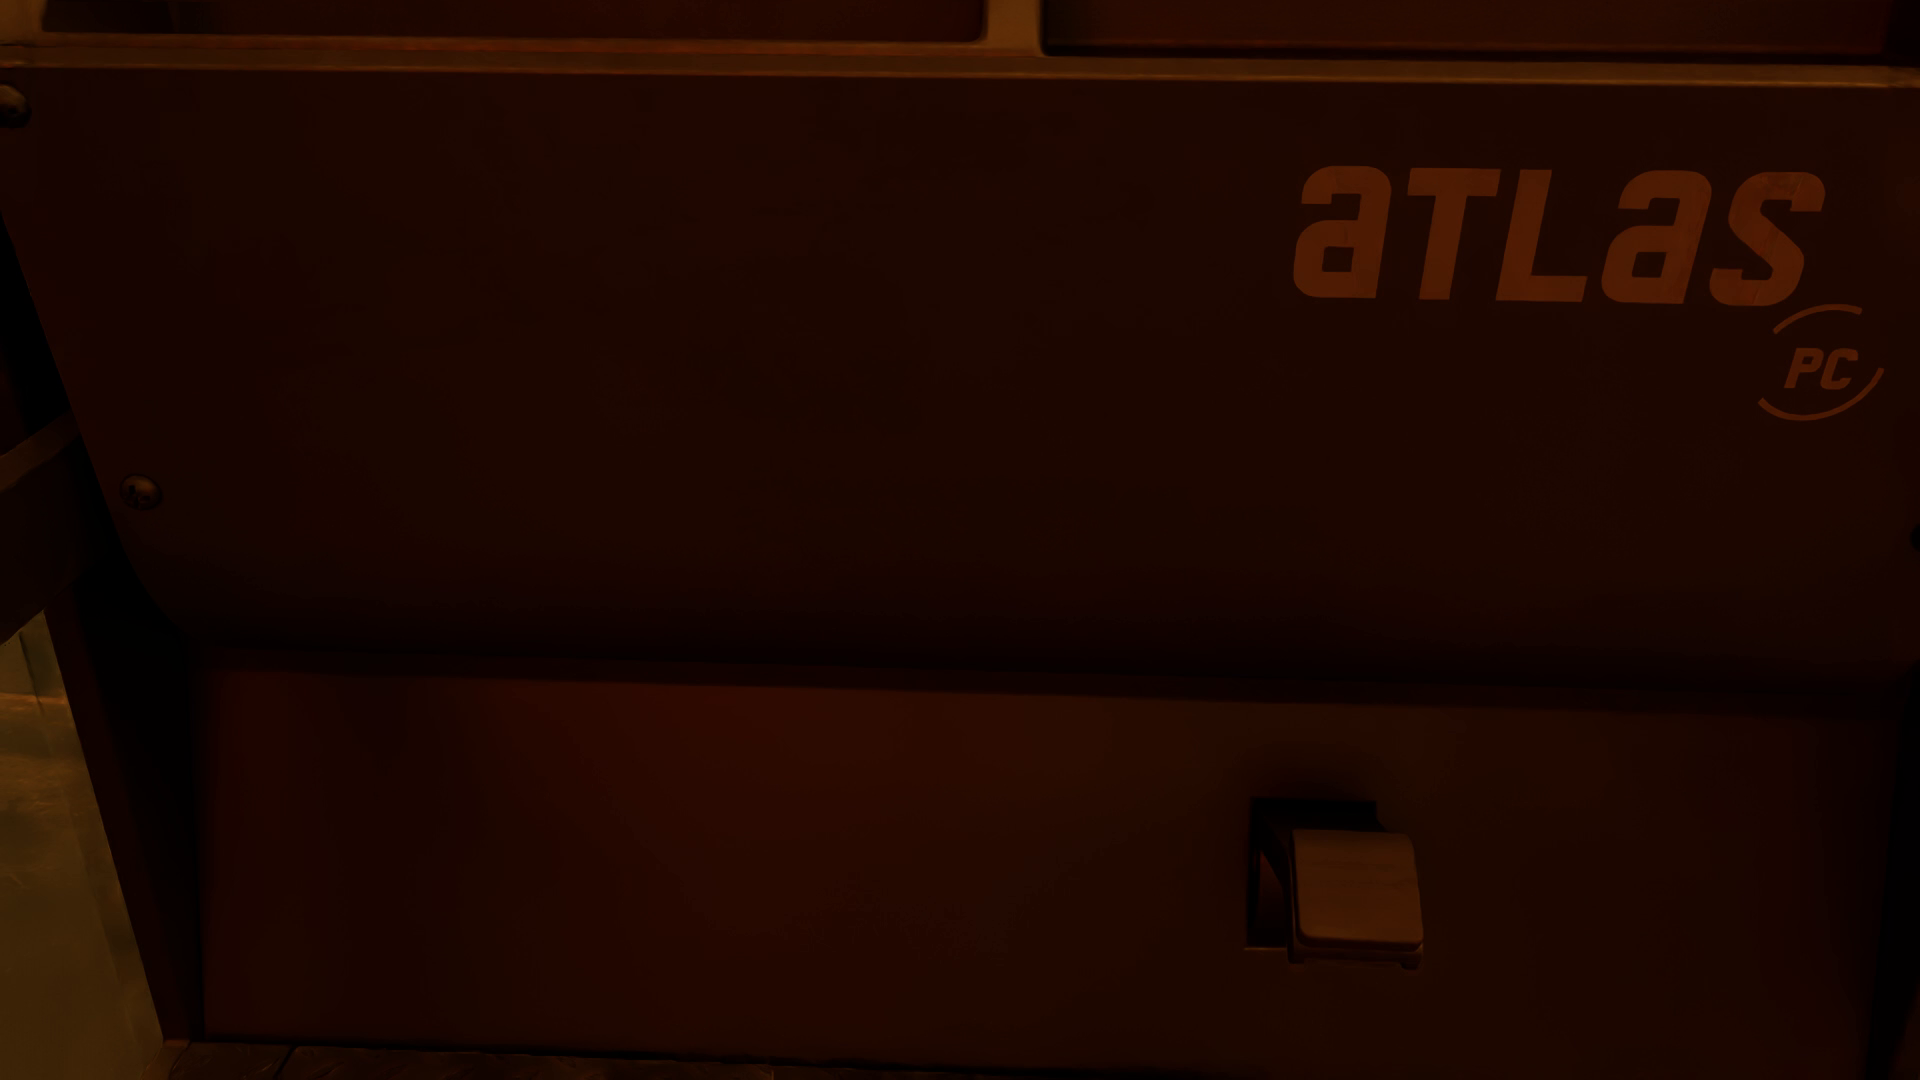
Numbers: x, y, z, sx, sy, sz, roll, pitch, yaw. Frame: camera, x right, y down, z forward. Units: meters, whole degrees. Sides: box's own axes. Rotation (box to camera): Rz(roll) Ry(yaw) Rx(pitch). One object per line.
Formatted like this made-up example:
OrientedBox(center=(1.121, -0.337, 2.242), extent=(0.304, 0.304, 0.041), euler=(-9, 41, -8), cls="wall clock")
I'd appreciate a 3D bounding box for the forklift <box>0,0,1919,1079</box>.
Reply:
OrientedBox(center=(0.021, -0.569, 0.356), extent=(1.130, 2.935, 3.031), euler=(1, 27, 3), cls="forklift")
